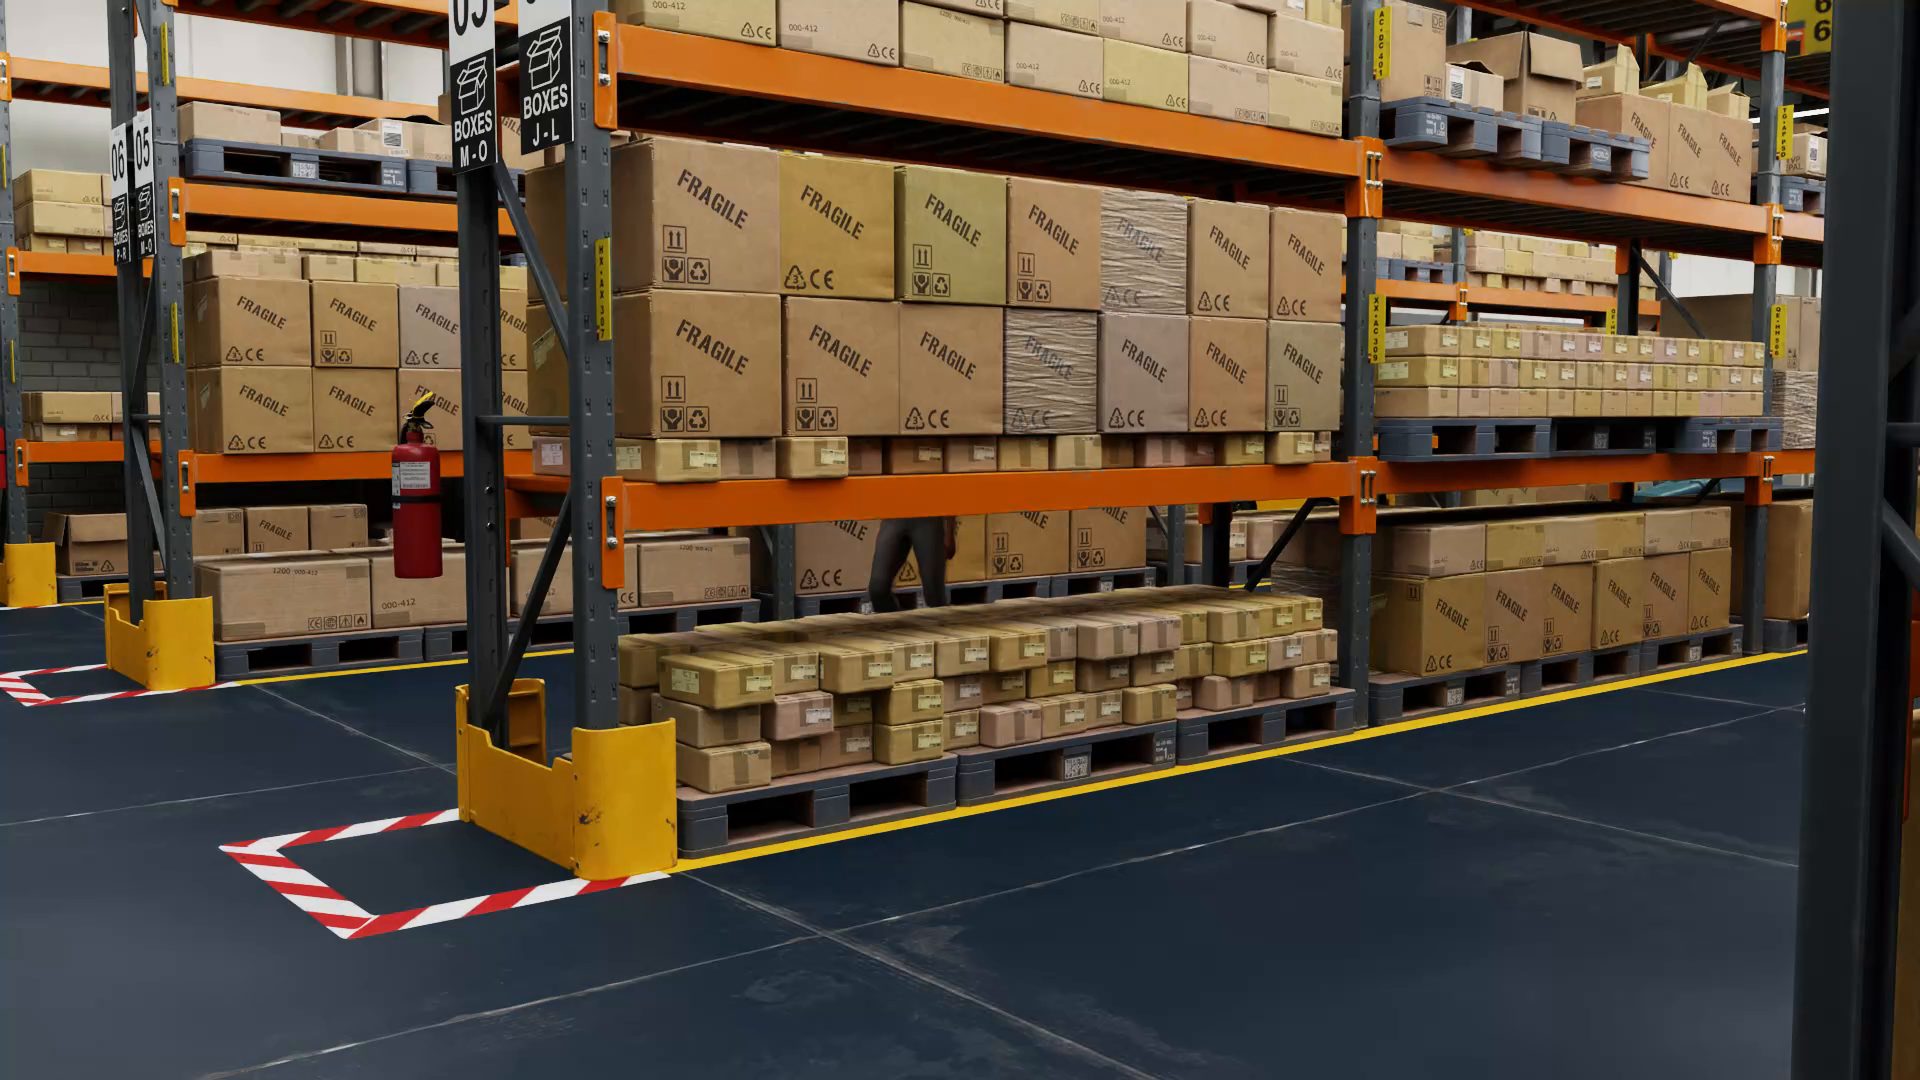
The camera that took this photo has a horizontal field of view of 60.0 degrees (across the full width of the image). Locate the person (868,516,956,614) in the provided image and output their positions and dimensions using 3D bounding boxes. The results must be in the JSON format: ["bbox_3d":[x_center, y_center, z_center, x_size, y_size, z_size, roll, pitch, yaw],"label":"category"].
[{"bbox_3d":[-0.272,-0.043,9.584,0.489,1.656,0.369,2,5,26],"label":"person"}]
